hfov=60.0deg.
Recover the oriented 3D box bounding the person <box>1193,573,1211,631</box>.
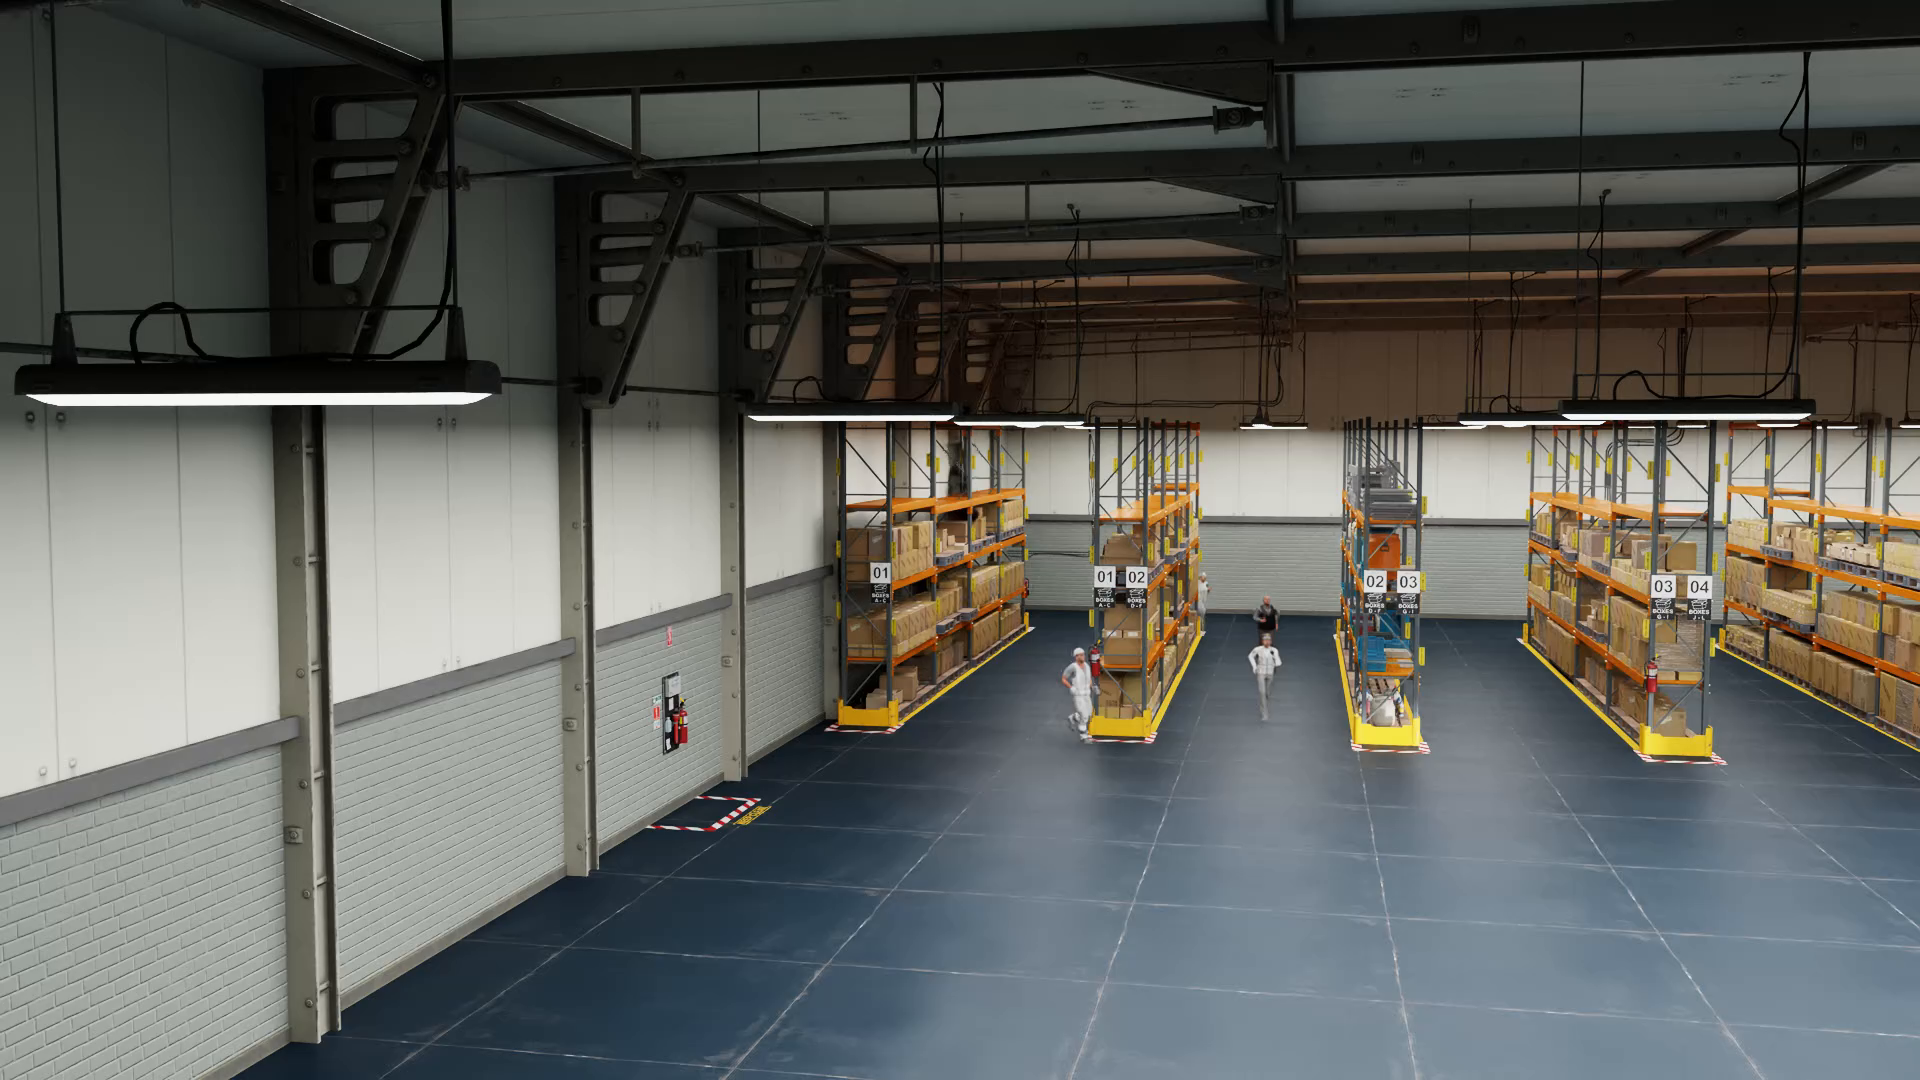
[{"bbox_3d":[6.898,1.787,48.175,0.591,1.706,0.886,-3,5,-43],"label":"person"}]

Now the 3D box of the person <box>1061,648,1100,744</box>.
[{"bbox_3d":[2.191,2.864,30.710,0.655,1.756,0.691,-3,5,-39],"label":"person"}]

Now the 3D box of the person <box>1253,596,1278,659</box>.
[{"bbox_3d":[7.530,2.213,40.911,0.671,1.702,0.832,0,4,-4],"label":"person"}]

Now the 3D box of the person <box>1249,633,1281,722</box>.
[{"bbox_3d":[6.116,2.709,33.269,0.611,1.721,0.892,0,4,-2],"label":"person"}]
